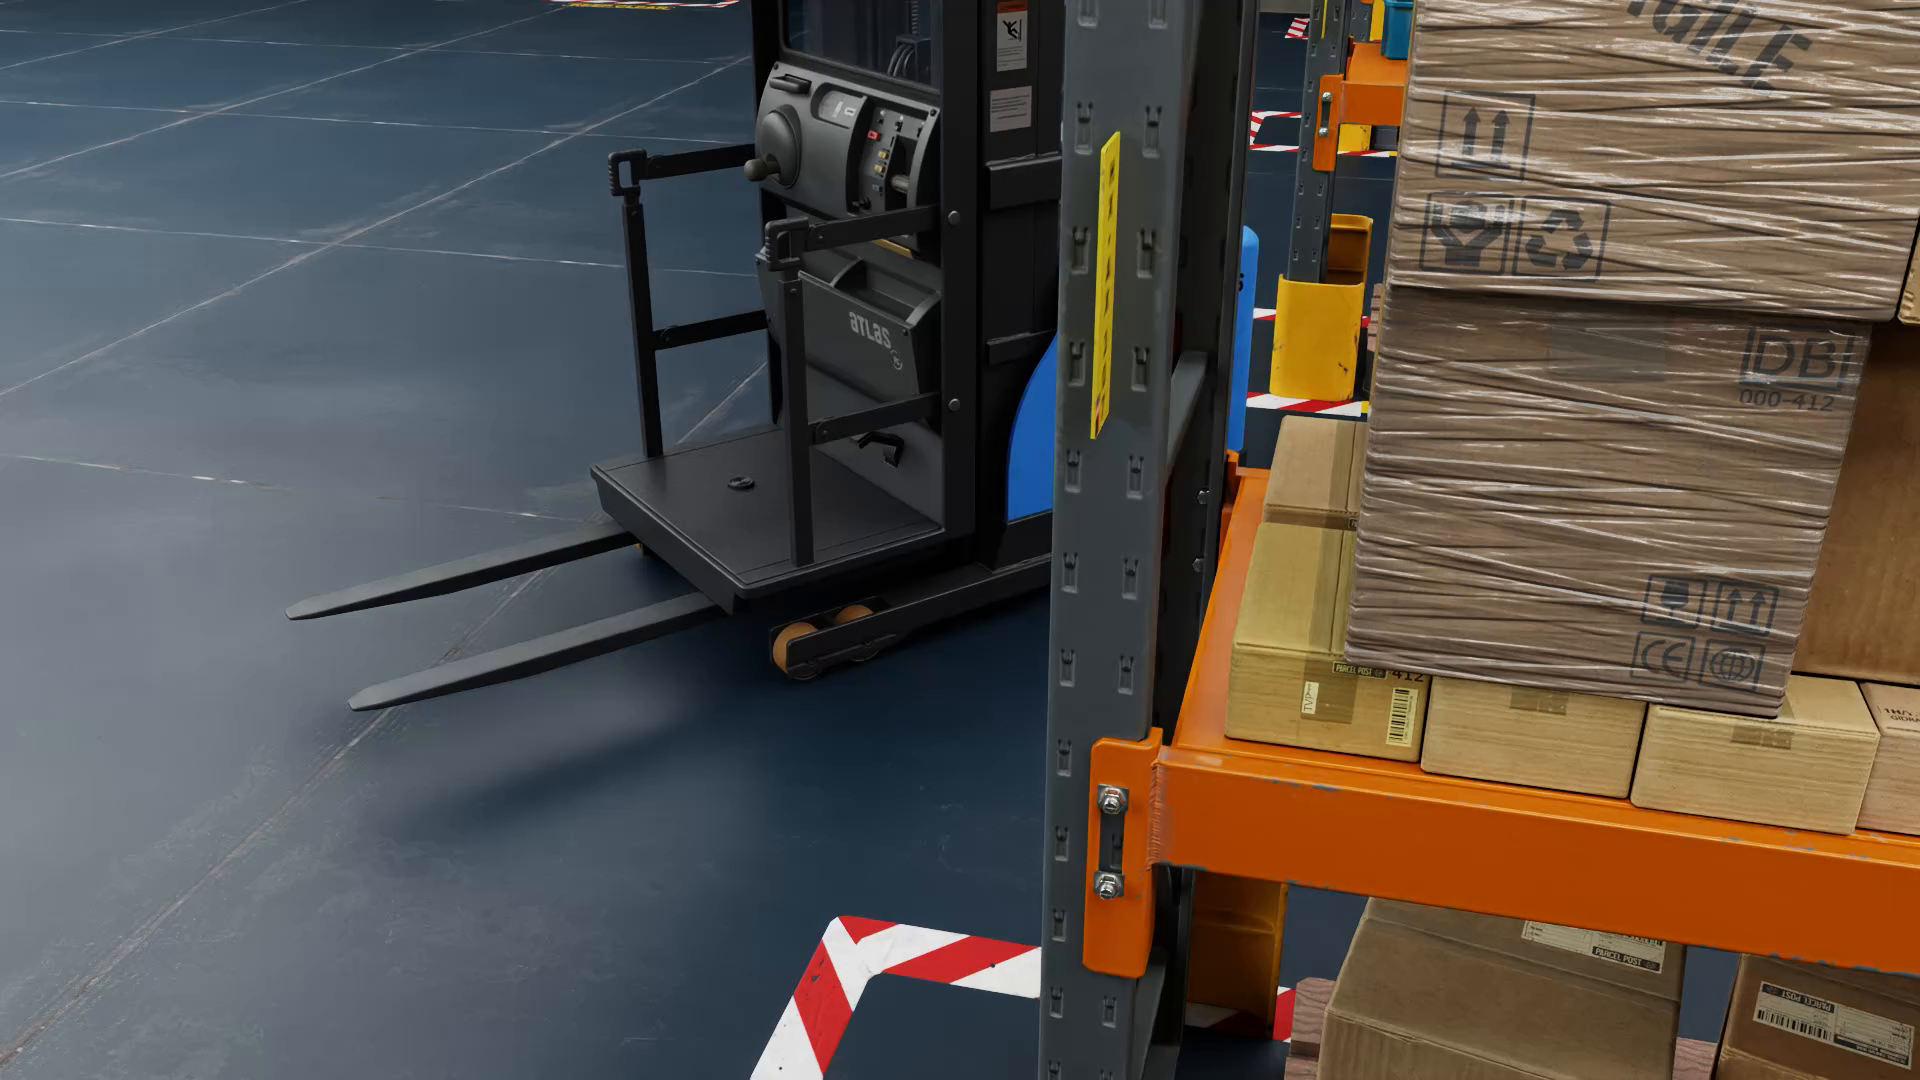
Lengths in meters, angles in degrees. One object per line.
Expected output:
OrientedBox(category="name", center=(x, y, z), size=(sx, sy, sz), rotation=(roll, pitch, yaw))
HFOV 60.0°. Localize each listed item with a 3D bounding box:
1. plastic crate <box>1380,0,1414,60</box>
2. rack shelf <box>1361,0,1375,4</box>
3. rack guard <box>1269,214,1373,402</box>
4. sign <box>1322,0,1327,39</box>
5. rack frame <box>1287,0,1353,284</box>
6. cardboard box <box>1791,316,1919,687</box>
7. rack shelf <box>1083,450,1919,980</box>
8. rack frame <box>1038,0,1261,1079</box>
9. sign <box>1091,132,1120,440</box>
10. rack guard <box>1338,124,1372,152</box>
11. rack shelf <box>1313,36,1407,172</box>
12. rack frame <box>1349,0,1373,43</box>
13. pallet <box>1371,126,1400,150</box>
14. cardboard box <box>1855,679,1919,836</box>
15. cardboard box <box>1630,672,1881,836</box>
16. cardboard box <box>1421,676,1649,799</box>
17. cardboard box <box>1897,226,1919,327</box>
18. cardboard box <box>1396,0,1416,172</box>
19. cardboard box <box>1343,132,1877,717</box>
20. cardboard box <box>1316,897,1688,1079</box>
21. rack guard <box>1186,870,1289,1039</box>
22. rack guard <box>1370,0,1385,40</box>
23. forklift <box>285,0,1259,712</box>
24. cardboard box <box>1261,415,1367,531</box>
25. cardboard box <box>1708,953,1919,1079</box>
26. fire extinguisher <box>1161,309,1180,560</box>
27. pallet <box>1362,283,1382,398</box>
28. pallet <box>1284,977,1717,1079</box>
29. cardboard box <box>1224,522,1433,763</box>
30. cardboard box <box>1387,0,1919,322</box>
OrientedBox(category="plastic crate", center=(2.089, -2.180, 7.012), size=(0.616, 0.251, 0.499), rotation=(6, 26, 13))
OrientedBox(category="rack shelf", center=(4.704, -3.699, 10.866), size=(4.000, 0.370, 1.077), rotation=(6, 26, 13))
OrientedBox(category="rack guard", center=(1.615, -1.059, 7.392), size=(0.348, 0.500, 1.175), rotation=(6, 26, 13))
OrientedBox(category="sign", center=(1.389, -2.072, 6.291), size=(0.005, 0.325, 0.100), rotation=(6, 26, 13))
OrientedBox(category="rack frame", center=(1.530, -2.176, 6.831), size=(0.127, 3.000, 1.000), rotation=(6, 26, 13))
OrientedBox(category="cardboard box", center=(1.336, -0.219, 2.259), size=(0.500, 0.500, 0.875), rotation=(6, 26, 13))
OrientedBox(category="rack shelf", center=(2.233, 0.425, 2.205), size=(4.000, 0.370, 1.077), rotation=(6, 26, 13))
OrientedBox(category="rack frame", center=(0.296, -0.114, 2.500), size=(0.127, 3.000, 1.000), rotation=(6, 26, 13))
OrientedBox(category="sign", center=(0.161, -0.279, 1.839), size=(0.005, 0.325, 0.100), rotation=(6, 26, 13))
OrientedBox(category="rack guard", center=(2.744, -3.112, 11.704), size=(0.348, 0.500, 1.175), rotation=(6, 26, 13))
OrientedBox(category="rack shelf", center=(3.467, -1.637, 6.536), size=(4.000, 0.370, 1.077), rotation=(6, 26, 13))
OrientedBox(category="rack frame", center=(2.767, -4.238, 11.161), size=(0.127, 3.000, 1.000), rotation=(6, 26, 13))
OrientedBox(category="pallet", center=(3.518, -2.914, 11.625), size=(1.213, 0.211, 1.003), rotation=(6, 26, 13))
OrientedBox(category="cardboard box", center=(1.236, 0.215, 2.101), size=(0.250, 0.149, 0.380), rotation=(6, 26, 13))
OrientedBox(category="cardboard box", center=(0.989, 0.197, 2.139), size=(0.250, 0.149, 0.380), rotation=(6, 26, 13))
OrientedBox(category="cardboard box", center=(0.750, 0.164, 2.208), size=(0.250, 0.149, 0.380), rotation=(6, 26, 13))
OrientedBox(category="cardboard box", center=(1.243, -0.516, 1.719), size=(0.500, 0.500, 0.500), rotation=(6, 26, 13))
OrientedBox(category="cardboard box", center=(0.890, -0.789, 2.292), size=(0.500, 0.500, 0.500), rotation=(6, 26, 13))
OrientedBox(category="cardboard box", center=(0.822, -0.223, 2.267), size=(0.500, 0.500, 0.875), rotation=(6, 26, 13))
OrientedBox(category="cardboard box", center=(0.897, 0.899, 2.792), size=(0.500, 0.500, 0.500), rotation=(11, 28, 23))
OrientedBox(category="rack guard", center=(0.370, 1.023, 3.020), size=(0.348, 0.500, 1.175), rotation=(6, 26, 13))
OrientedBox(category="rack guard", center=(4.071, -5.164, 16.014), size=(0.348, 0.500, 1.175), rotation=(6, 26, 13))
OrientedBox(category="forklift", center=(-0.516, -1.170, 4.797), size=(3.031, 2.935, 1.130), rotation=(-17, 30, -31))
OrientedBox(category="cardboard box", center=(0.624, -0.056, 2.670), size=(0.250, 0.149, 0.380), rotation=(6, 26, 13))
OrientedBox(category="cardboard box", center=(1.484, 0.949, 2.687), size=(0.500, 0.500, 0.500), rotation=(14, 29, 26))
OrientedBox(category="fire extinguisher", center=(0.300, -0.283, 2.945), size=(0.183, 0.674, 0.296), rotation=(6, 26, 13))
OrientedBox(category="pallet", center=(2.401, -0.839, 7.267), size=(1.213, 0.211, 1.003), rotation=(6, 26, 13))
OrientedBox(category="pallet", center=(1.148, 1.255, 2.868), size=(1.213, 0.211, 1.003), rotation=(6, 26, 13))
OrientedBox(category="cardboard box", center=(0.513, 0.129, 2.281), size=(0.250, 0.149, 0.380), rotation=(6, 26, 13))
OrientedBox(category="cardboard box", center=(0.761, -0.572, 1.837), size=(0.500, 0.500, 0.500), rotation=(6, 26, 13))
